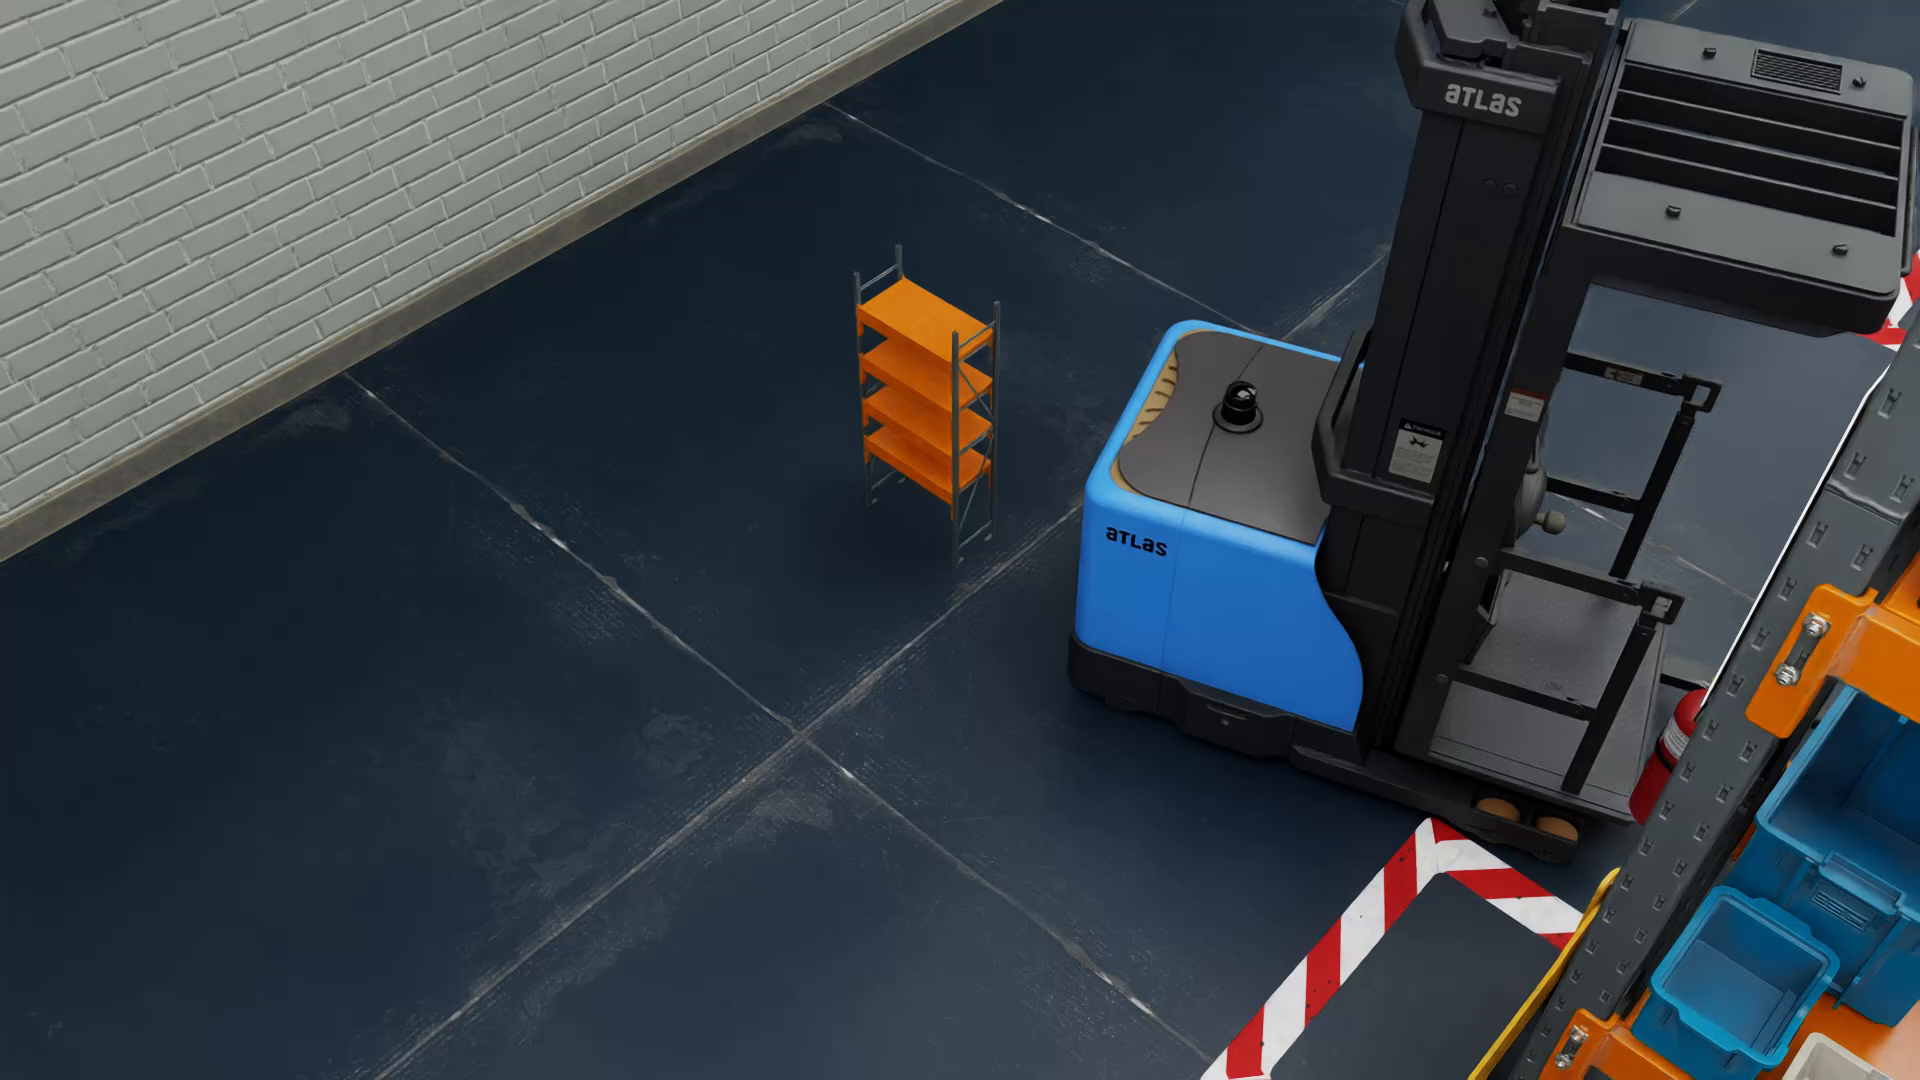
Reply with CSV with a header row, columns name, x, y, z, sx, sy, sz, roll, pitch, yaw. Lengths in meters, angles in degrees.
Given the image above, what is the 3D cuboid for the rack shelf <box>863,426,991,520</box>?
name,x,y,z,sx,sy,sz,roll,pitch,yaw
rack shelf,-0.122,-0.311,6.583,0.480,0.148,0.258,34,55,28

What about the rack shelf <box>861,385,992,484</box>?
name,x,y,z,sx,sy,sz,roll,pitch,yaw
rack shelf,-0.122,-0.446,6.438,0.480,0.148,0.258,34,55,28

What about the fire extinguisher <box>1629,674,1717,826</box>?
name,x,y,z,sx,sy,sz,roll,pitch,yaw
fire extinguisher,1.991,0.542,4.492,0.183,0.674,0.296,34,55,28

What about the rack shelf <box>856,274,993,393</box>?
name,x,y,z,sx,sy,sz,roll,pitch,yaw
rack shelf,-0.122,-0.762,6.103,0.480,0.148,0.258,34,55,28

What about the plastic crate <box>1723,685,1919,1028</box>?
name,x,y,z,sx,sy,sz,roll,pitch,yaw
plastic crate,2.167,0.739,3.933,0.499,0.435,0.616,34,55,28

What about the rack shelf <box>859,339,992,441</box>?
name,x,y,z,sx,sy,sz,roll,pitch,yaw
rack shelf,-0.122,-0.600,6.275,0.480,0.148,0.258,34,55,28

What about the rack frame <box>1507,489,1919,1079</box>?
name,x,y,z,sx,sy,sz,roll,pitch,yaw
rack frame,1.794,0.706,4.029,0.127,3.000,1.000,34,55,28

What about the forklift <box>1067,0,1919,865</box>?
name,x,y,z,sx,sy,sz,roll,pitch,yaw
forklift,1.965,-0.342,5.060,3.031,2.935,1.130,17,49,16

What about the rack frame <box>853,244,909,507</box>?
name,x,y,z,sx,sy,sz,roll,pitch,yaw
rack frame,-0.301,-0.613,6.503,0.015,1.200,0.240,34,55,28

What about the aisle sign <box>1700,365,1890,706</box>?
name,x,y,z,sx,sy,sz,roll,pitch,yaw
aisle sign,1.540,-0.060,2.966,0.004,0.787,0.394,34,55,28

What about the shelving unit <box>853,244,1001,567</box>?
name,x,y,z,sx,sy,sz,roll,pitch,yaw
shelving unit,-0.122,-0.493,6.389,0.503,1.200,0.258,34,55,28

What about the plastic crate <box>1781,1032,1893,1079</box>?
name,x,y,z,sx,sy,sz,roll,pitch,yaw
plastic crate,1.932,1.277,3.633,0.298,0.136,0.250,34,55,28

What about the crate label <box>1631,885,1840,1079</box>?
name,x,y,z,sx,sy,sz,roll,pitch,yaw
crate label,1.752,1.041,3.788,0.303,0.233,0.416,34,55,28

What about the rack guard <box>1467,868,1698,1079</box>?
name,x,y,z,sx,sy,sz,roll,pitch,yaw
rack guard,1.767,1.557,4.945,0.348,0.500,1.175,34,55,28

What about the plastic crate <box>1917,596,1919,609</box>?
name,x,y,z,sx,sy,sz,roll,pitch,yaw
plastic crate,1.888,0.064,2.665,0.590,0.269,0.497,34,55,28

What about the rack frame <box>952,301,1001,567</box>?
name,x,y,z,sx,sy,sz,roll,pitch,yaw
rack frame,0.058,-0.372,6.276,0.015,1.200,0.240,34,55,28

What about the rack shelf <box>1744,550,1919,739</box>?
name,x,y,z,sx,sy,sz,roll,pitch,yaw
rack shelf,3.264,0.915,2.270,4.000,0.370,1.077,34,55,28

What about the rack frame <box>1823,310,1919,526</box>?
name,x,y,z,sx,sy,sz,roll,pitch,yaw
rack frame,1.794,-1.347,1.842,0.127,3.000,1.000,34,55,28

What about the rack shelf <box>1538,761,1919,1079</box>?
name,x,y,z,sx,sy,sz,roll,pitch,yaw
rack shelf,3.264,1.941,3.363,4.000,0.370,1.077,34,55,28
